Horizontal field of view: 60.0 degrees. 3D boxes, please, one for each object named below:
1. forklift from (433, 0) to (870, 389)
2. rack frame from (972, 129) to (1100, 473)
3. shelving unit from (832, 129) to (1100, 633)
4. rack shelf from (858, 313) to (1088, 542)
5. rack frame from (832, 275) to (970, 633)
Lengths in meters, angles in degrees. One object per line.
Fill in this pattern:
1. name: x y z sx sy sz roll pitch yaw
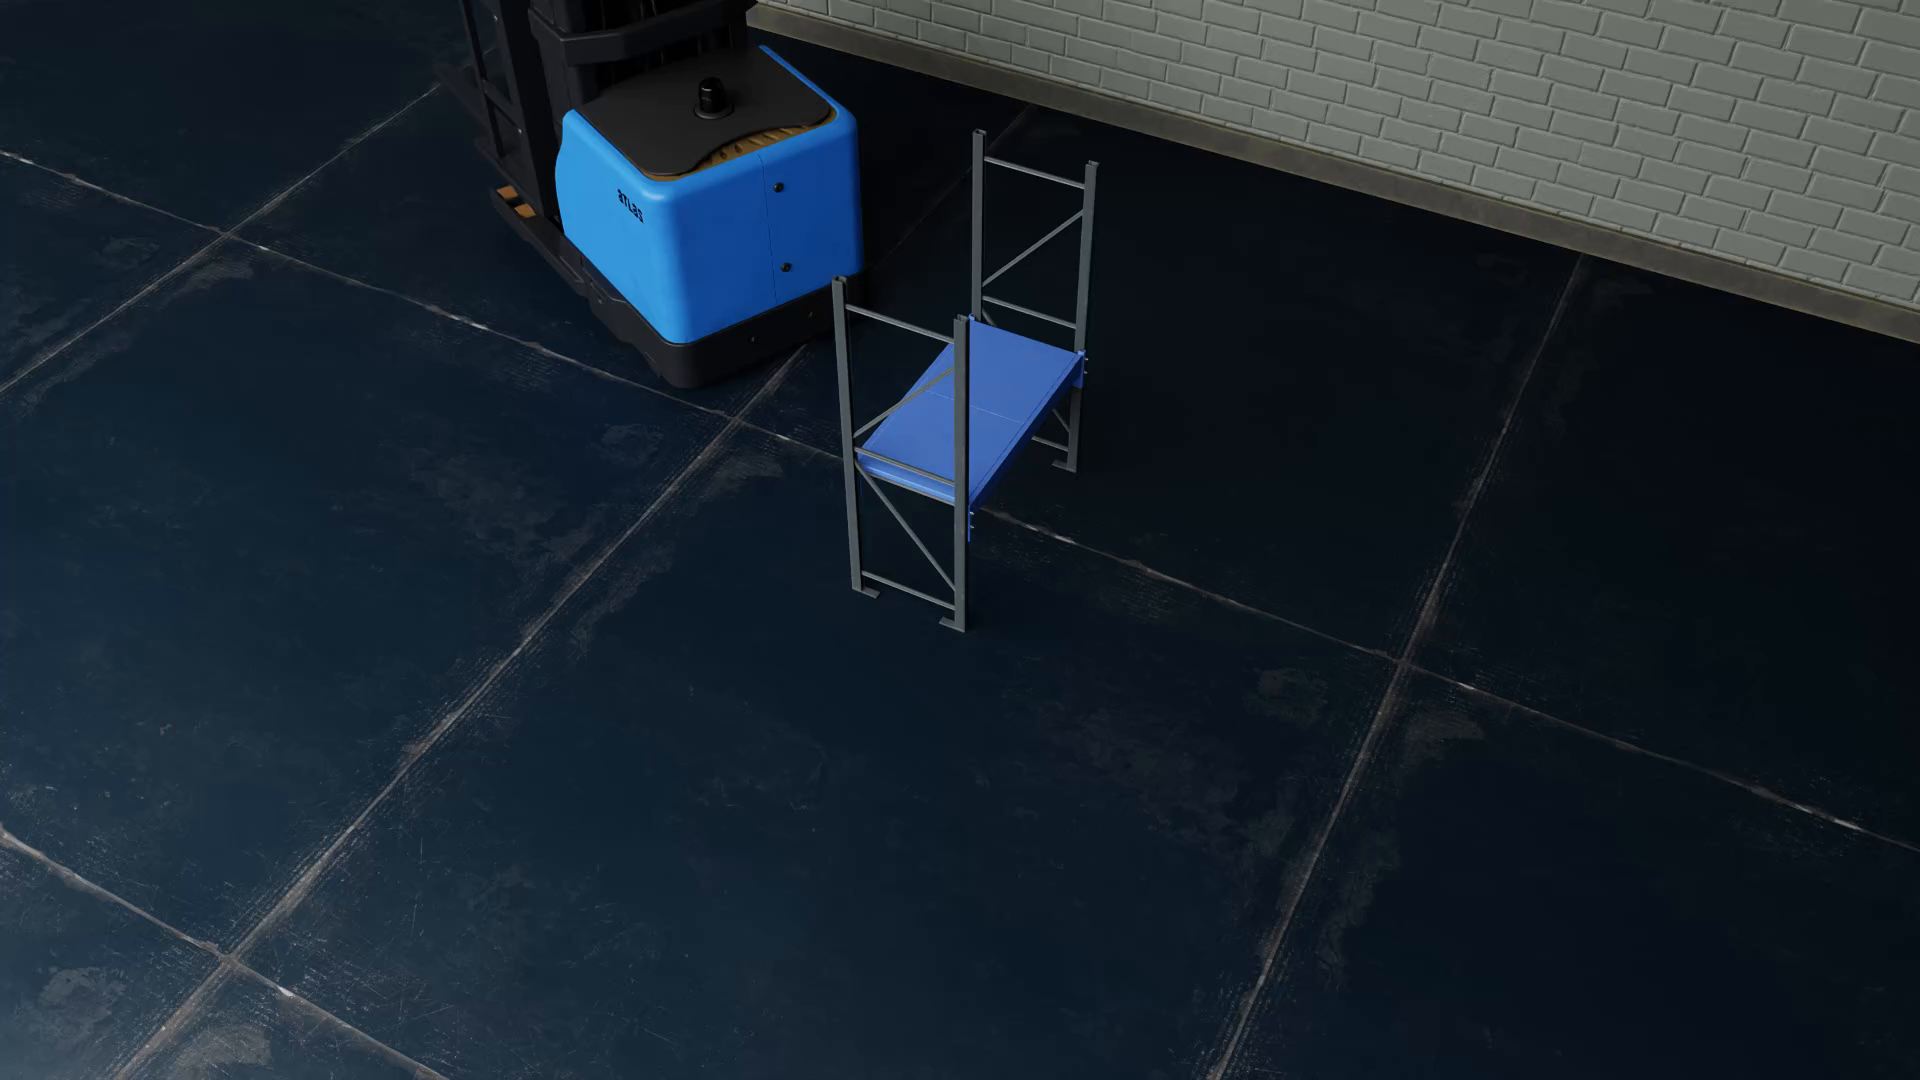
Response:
1. forklift: -1.687 -2.705 7.363 1.130 2.935 3.031 -27 51 -24
2. rack frame: 0.276 -0.901 6.586 0.500 1.500 0.032 20 49 19
3. shelving unit: 0.040 -0.581 6.270 0.538 1.500 1.048 20 49 19
4. rack shelf: 0.040 -0.455 6.398 0.538 0.185 1.000 20 49 19
5. rack frame: -0.196 -0.261 5.953 0.500 1.500 0.032 20 49 19
